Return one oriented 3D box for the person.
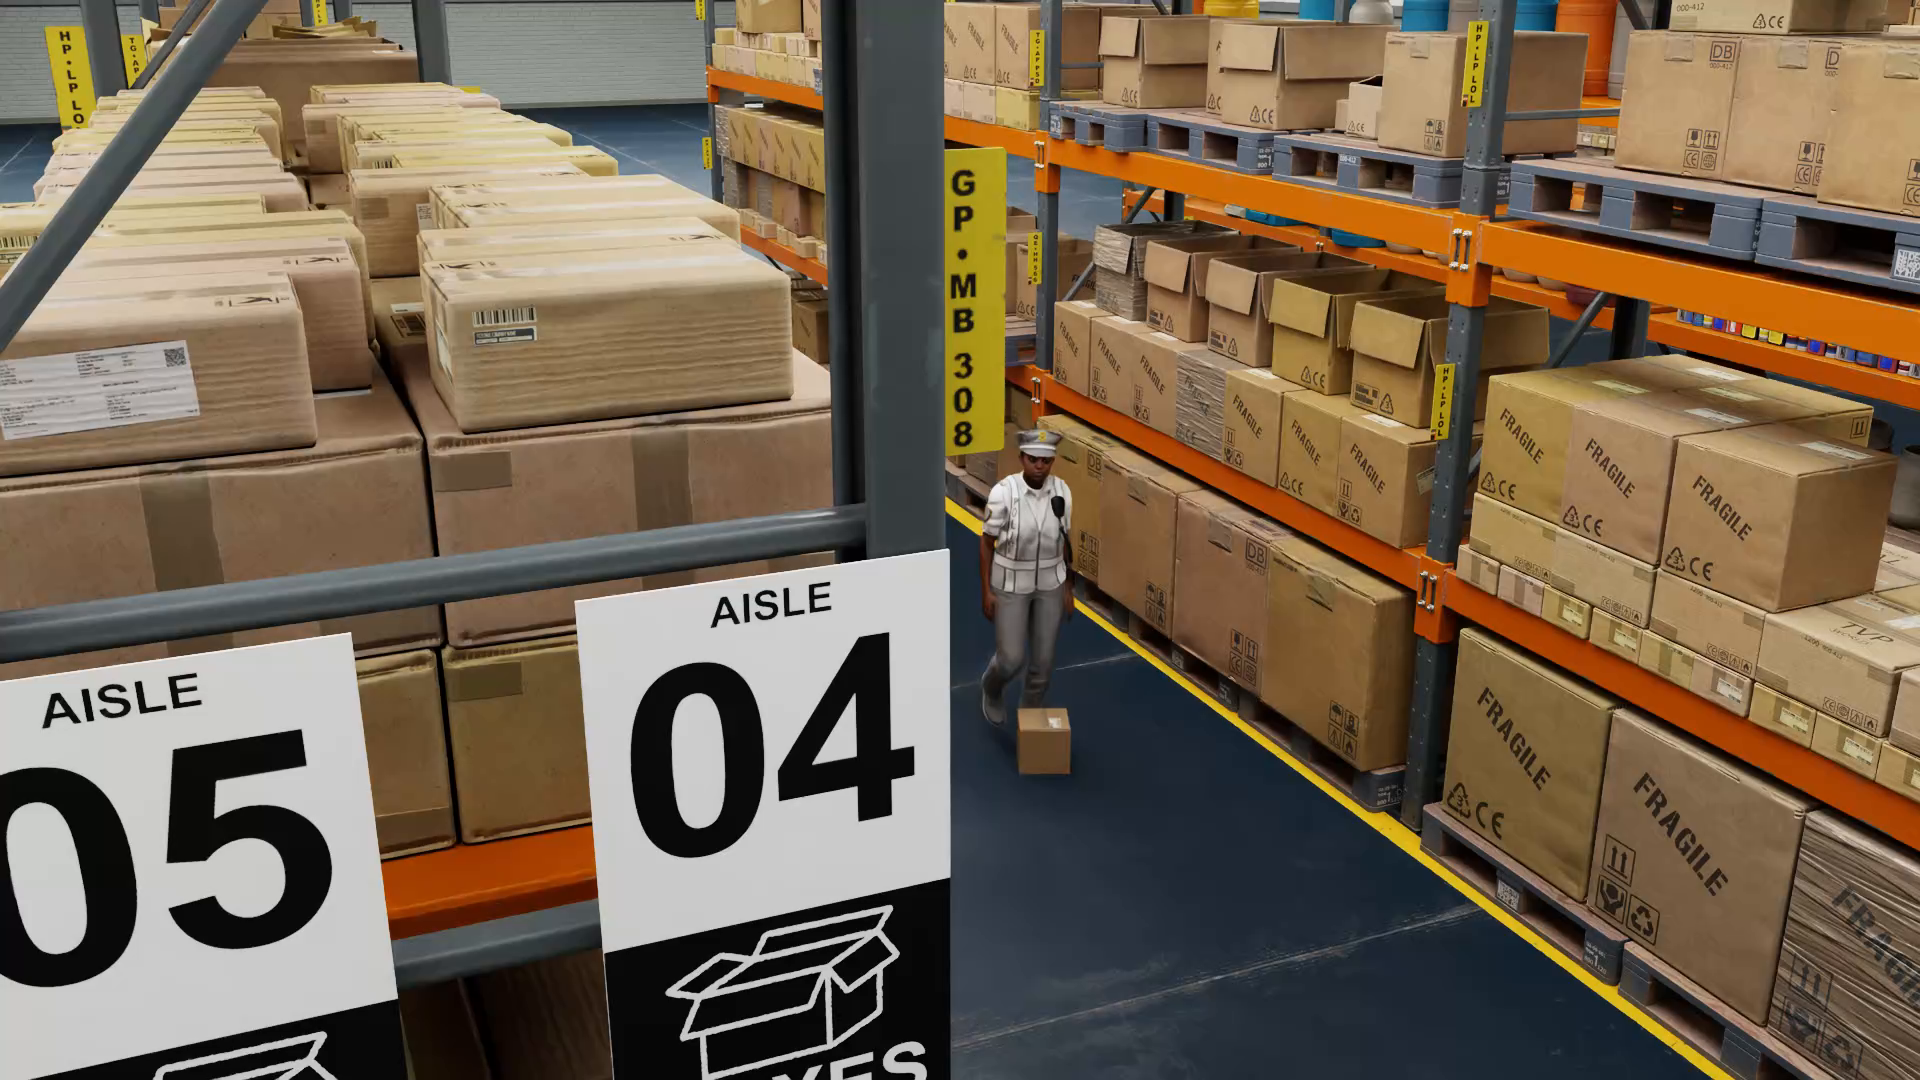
[{"bbox_3d":[0.321,0.216,8.347,0.480,1.680,0.490,-5,20,-15],"label":"person"}]
